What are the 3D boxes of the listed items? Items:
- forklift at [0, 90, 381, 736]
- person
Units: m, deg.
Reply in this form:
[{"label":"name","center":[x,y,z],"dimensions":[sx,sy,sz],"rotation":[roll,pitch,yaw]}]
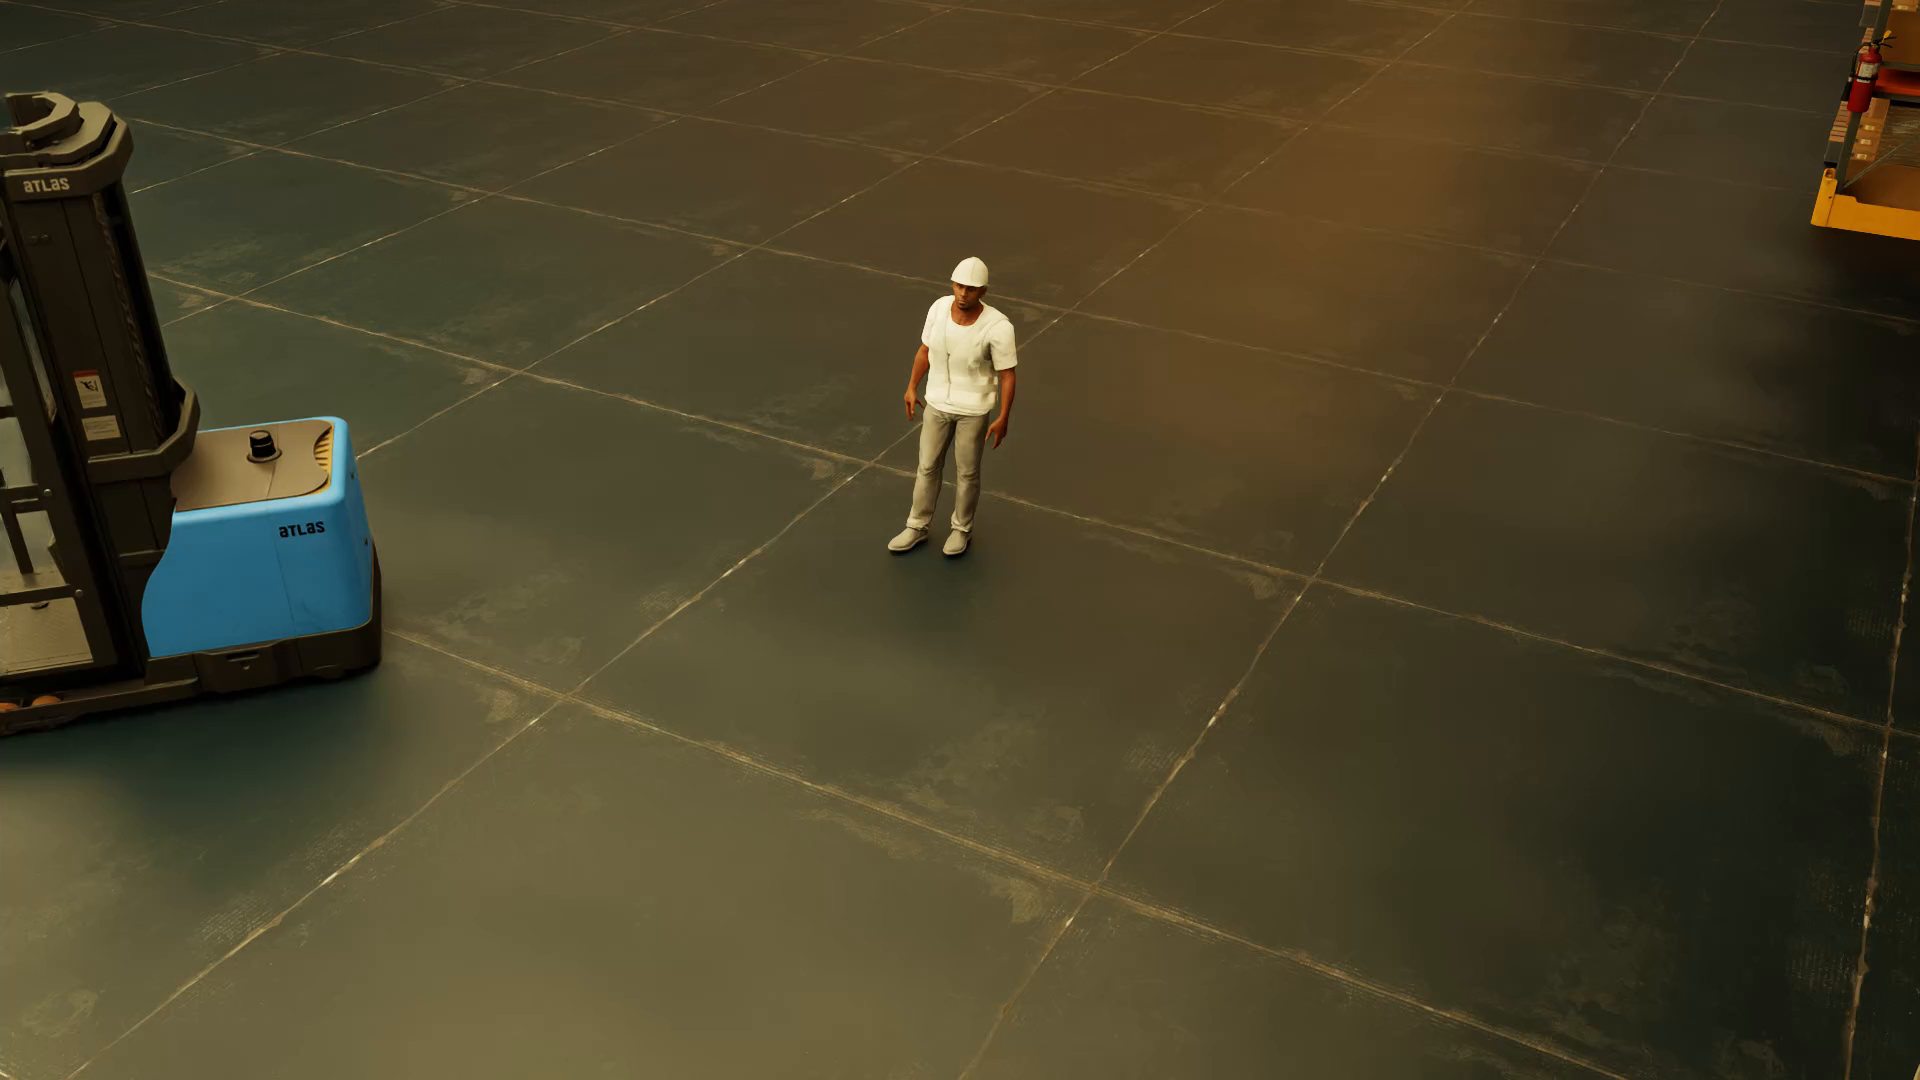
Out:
[{"label":"forklift","center":[-4.642,-0.586,8.085],"dimensions":[3.031,2.935,1.130],"rotation":[-9,31,-14]},{"label":"person","center":[-0.039,-0.743,9.508],"dimensions":[0.665,1.765,0.577],"rotation":[15,33,25]}]
